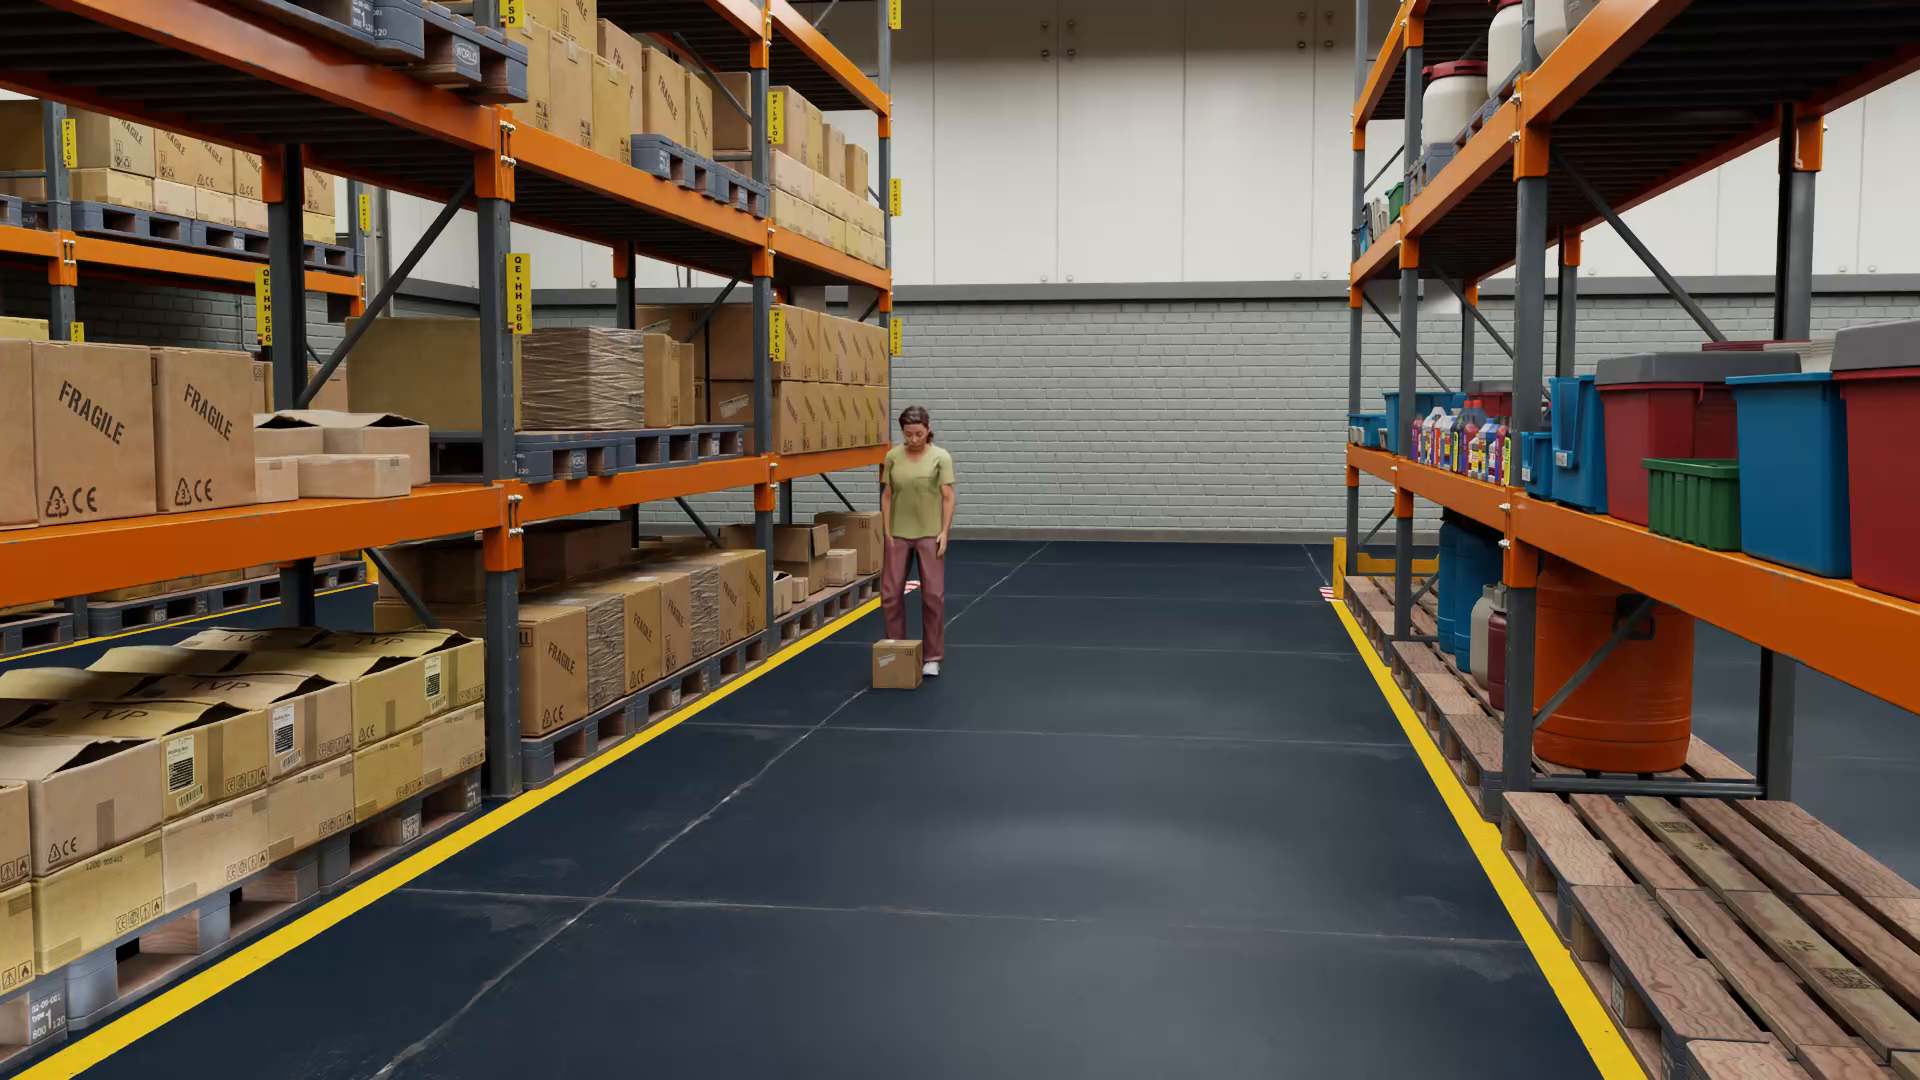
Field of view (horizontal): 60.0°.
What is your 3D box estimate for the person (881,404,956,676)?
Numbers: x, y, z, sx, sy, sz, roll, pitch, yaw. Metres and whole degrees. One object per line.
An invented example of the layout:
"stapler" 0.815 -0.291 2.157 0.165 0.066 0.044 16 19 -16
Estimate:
"person" -0.261 -0.001 10.119 0.463 1.645 0.354 1 5 11
